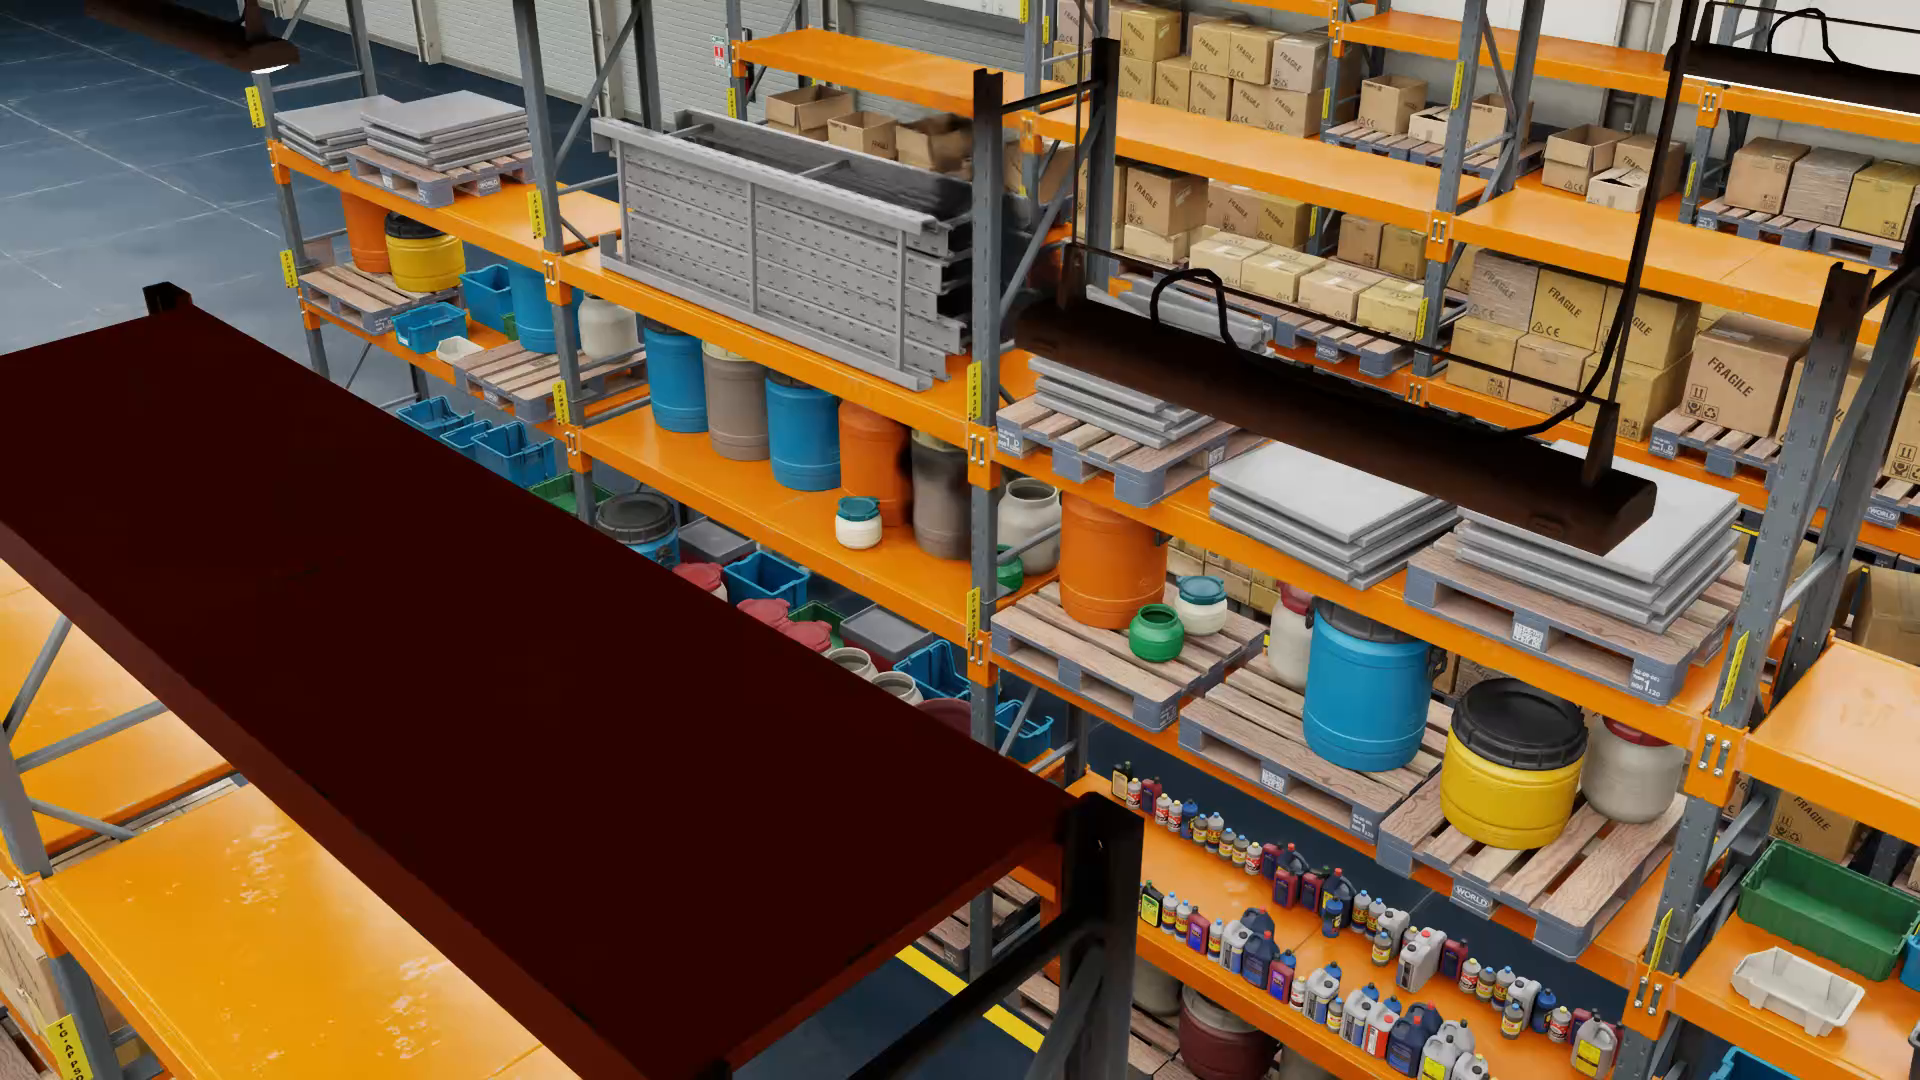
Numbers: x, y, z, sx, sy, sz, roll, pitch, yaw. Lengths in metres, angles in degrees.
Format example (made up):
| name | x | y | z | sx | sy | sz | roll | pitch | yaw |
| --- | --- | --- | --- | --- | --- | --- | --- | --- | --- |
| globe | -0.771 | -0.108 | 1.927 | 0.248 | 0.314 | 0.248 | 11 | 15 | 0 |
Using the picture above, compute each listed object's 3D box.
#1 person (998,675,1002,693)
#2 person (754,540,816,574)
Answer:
| name | x | y | z | sx | sy | sz | roll | pitch | yaw |
| --- | --- | --- | --- | --- | --- | --- | --- | --- | --- |
| person | 0.093 | 0.477 | 13.682 | 0.555 | 1.679 | 0.624 | -26 | 38 | -37 |
| person | -1.623 | -0.444 | 15.242 | 0.813 | 1.826 | 0.665 | 11 | 31 | 19 |
